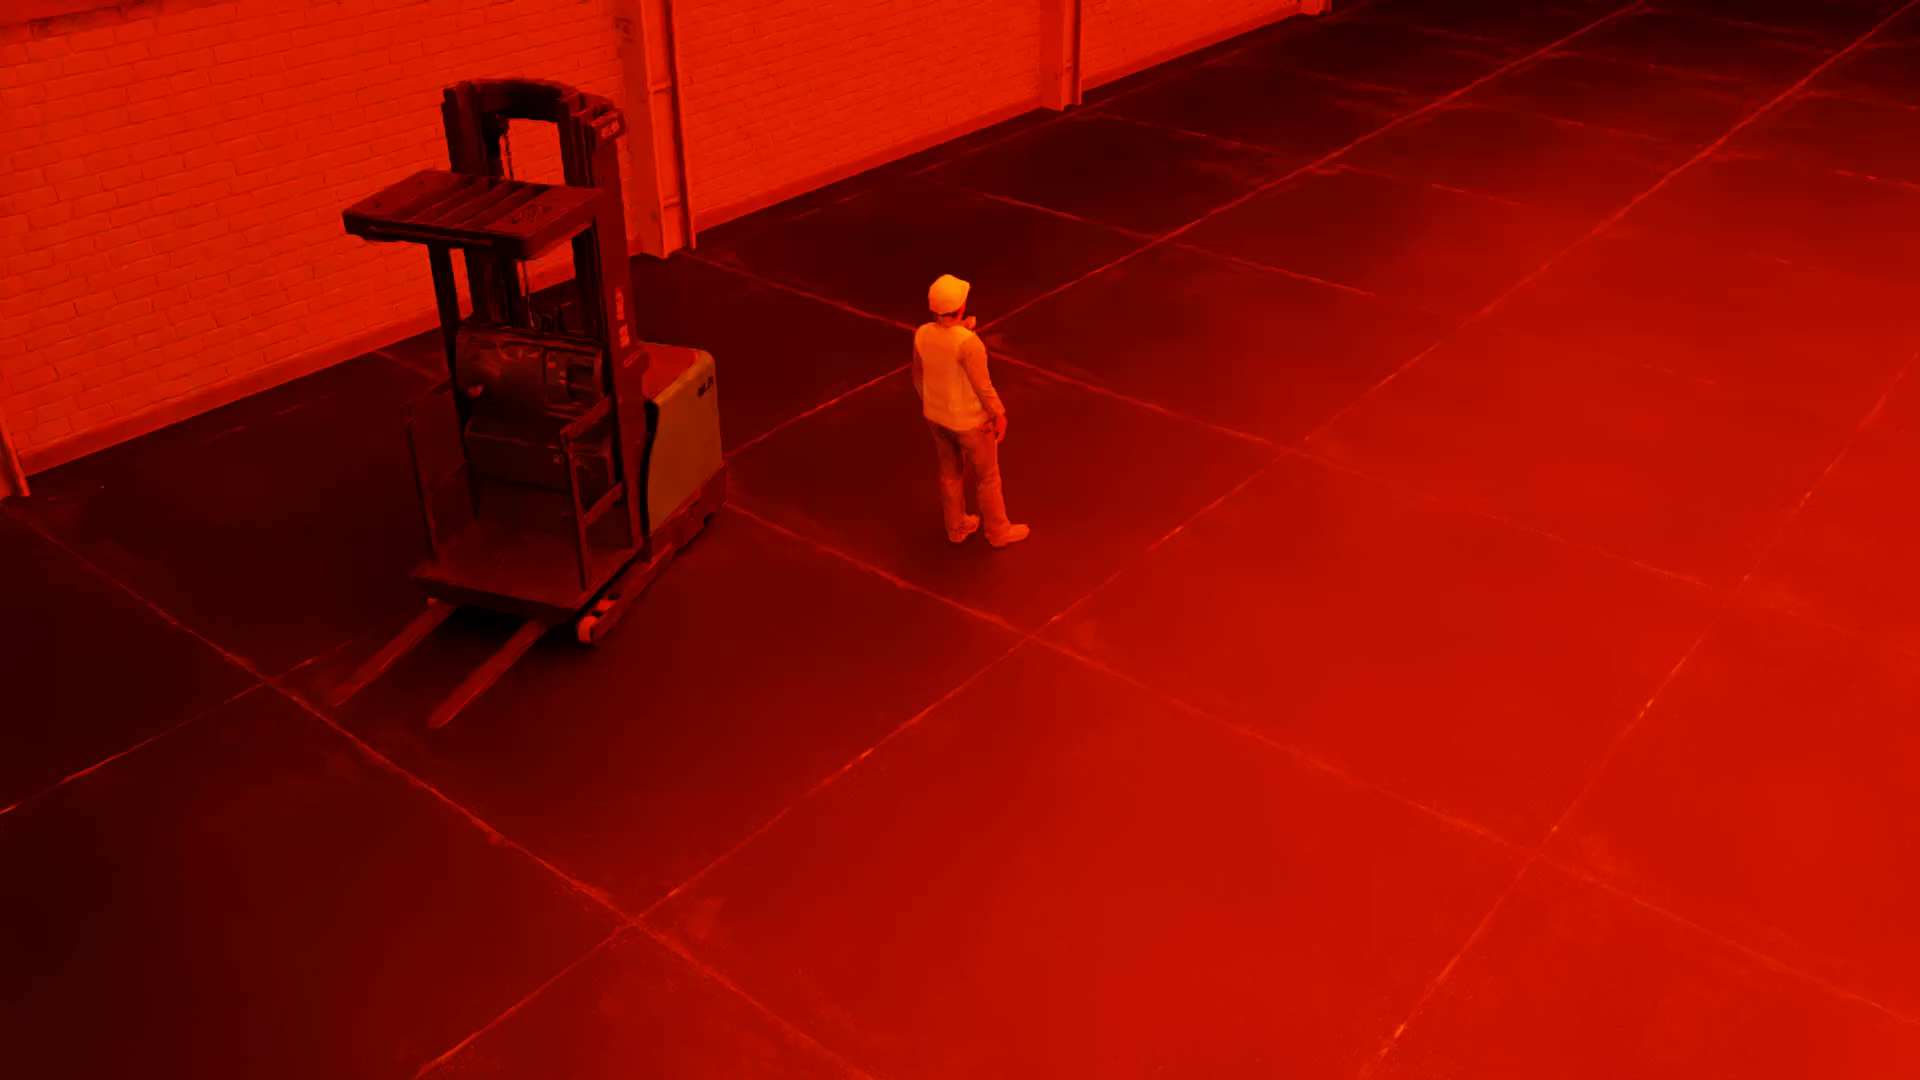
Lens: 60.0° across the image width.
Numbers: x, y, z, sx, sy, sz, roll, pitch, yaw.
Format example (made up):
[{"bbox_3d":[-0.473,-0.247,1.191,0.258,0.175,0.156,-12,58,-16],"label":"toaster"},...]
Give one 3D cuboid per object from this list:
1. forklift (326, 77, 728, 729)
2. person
[{"bbox_3d":[-2.479,-0.897,9.130,1.130,2.935,3.031,10,32,16],"label":"forklift"},{"bbox_3d":[0.045,-0.794,10.086,0.632,1.773,0.567,22,37,33],"label":"person"}]
